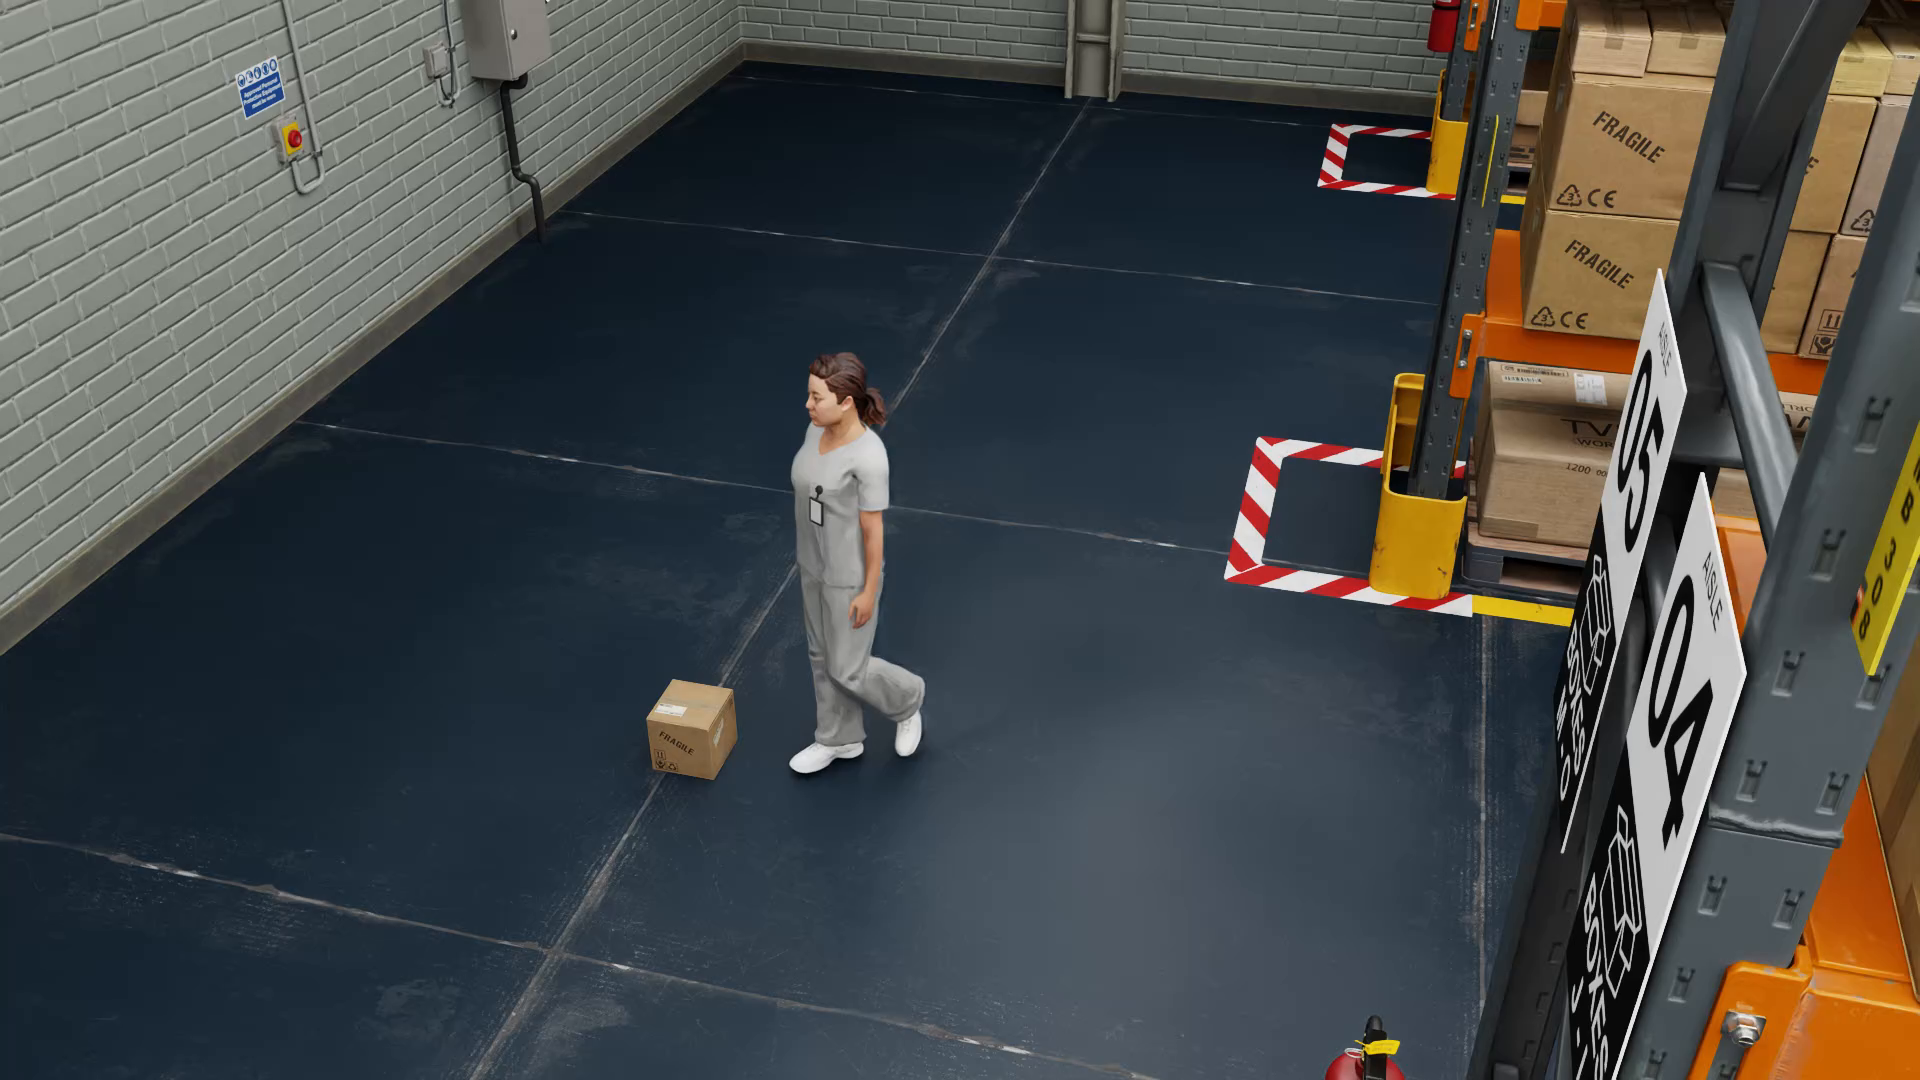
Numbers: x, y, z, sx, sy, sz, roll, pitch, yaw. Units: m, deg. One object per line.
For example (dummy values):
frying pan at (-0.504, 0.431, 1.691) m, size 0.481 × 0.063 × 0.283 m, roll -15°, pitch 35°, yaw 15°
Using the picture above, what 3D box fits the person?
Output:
person at (-0.405, 0.097, 5.976) m, size 0.575 × 1.666 × 0.460 m, roll -23°, pitch 40°, yaw -32°
